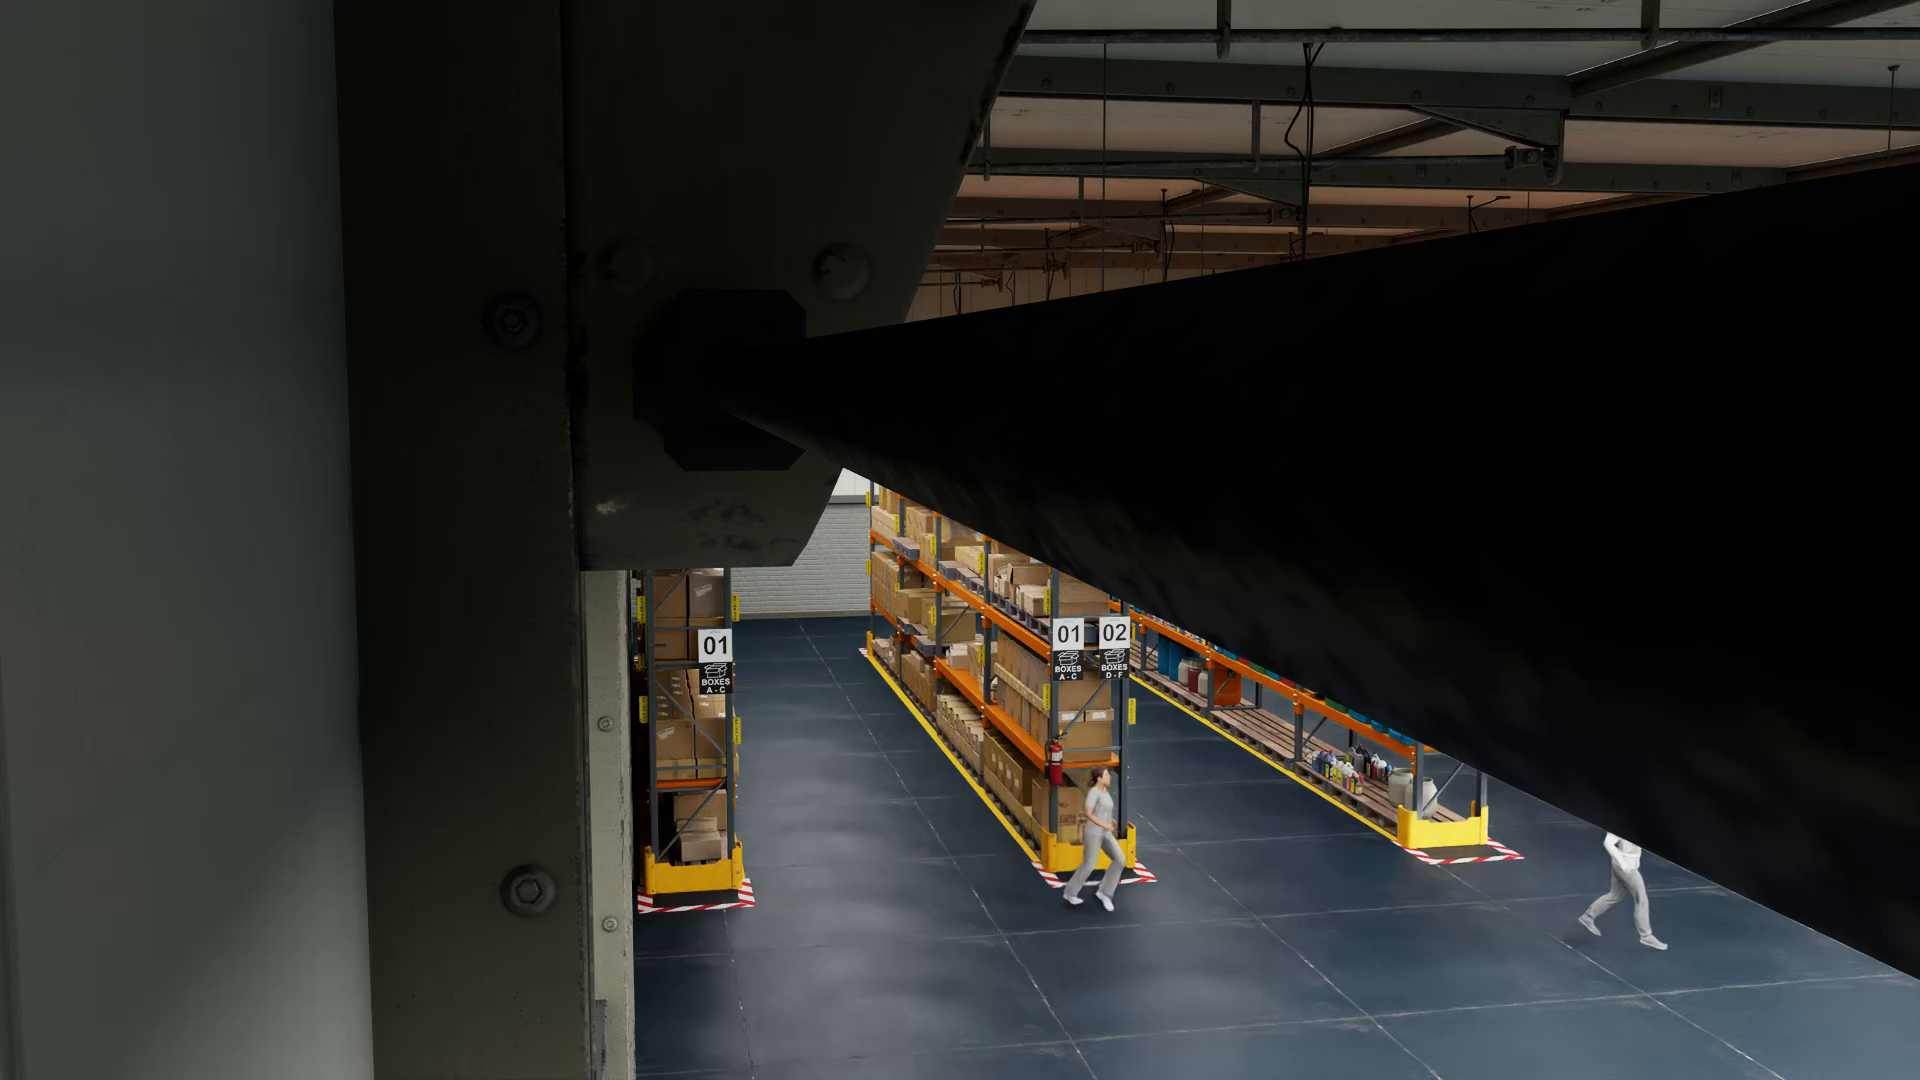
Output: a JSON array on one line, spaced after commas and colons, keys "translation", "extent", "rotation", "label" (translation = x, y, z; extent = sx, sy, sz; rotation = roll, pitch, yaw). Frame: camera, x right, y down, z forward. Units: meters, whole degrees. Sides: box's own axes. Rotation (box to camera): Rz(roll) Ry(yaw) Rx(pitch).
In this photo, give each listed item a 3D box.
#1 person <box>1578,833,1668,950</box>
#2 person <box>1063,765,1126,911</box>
[{"translation": [7.252, 3.574, 18.128], "extent": [0.918, 1.686, 0.614], "rotation": [2, 6, 18], "label": "person"}, {"translation": [1.614, 3.479, 19.562], "extent": [0.685, 1.675, 0.621], "rotation": [4, 7, 31], "label": "person"}]
